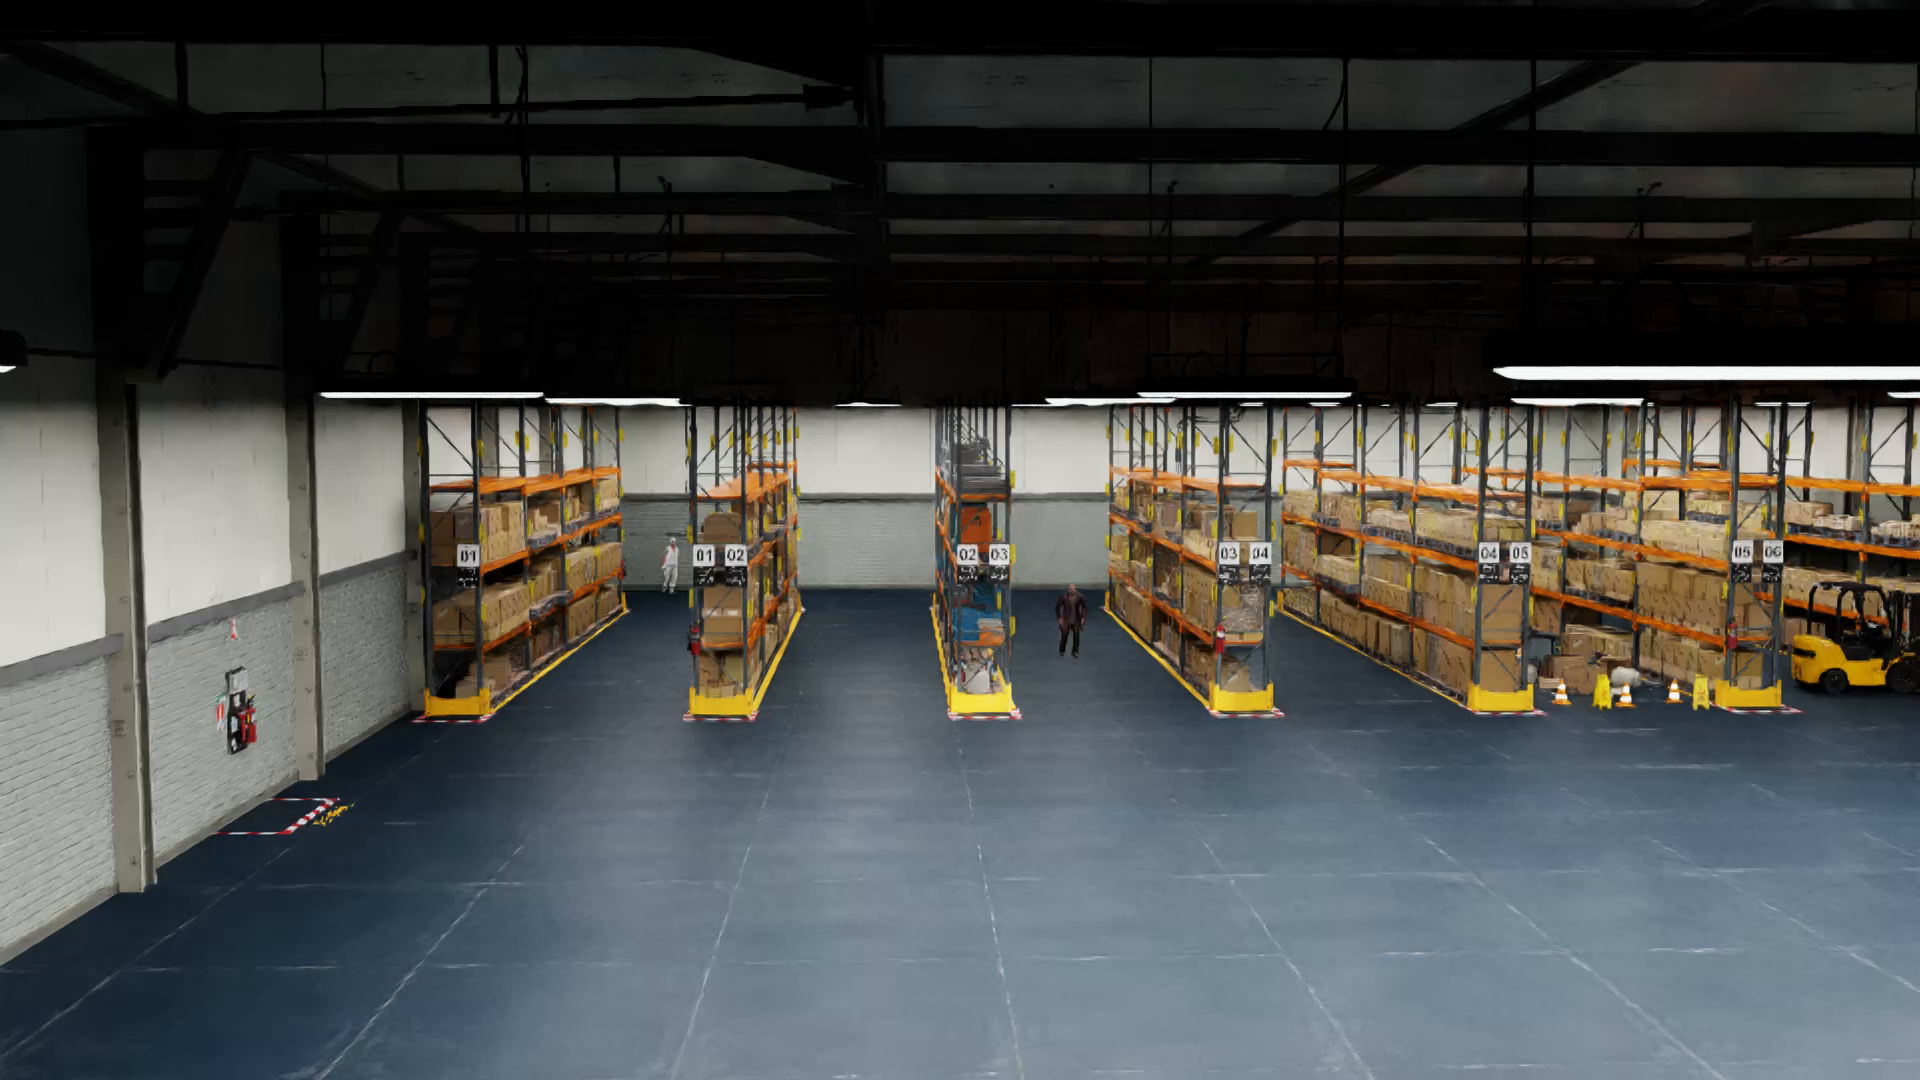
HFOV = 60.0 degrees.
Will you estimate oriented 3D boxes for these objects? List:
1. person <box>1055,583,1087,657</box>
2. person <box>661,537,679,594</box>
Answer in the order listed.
[{"bbox_3d":[2.553,1.848,38.317,0.729,1.733,0.546,0,5,-3],"label":"person"},{"bbox_3d":[-8.988,0.790,51.499,0.584,1.775,0.576,-3,6,-37],"label":"person"}]
